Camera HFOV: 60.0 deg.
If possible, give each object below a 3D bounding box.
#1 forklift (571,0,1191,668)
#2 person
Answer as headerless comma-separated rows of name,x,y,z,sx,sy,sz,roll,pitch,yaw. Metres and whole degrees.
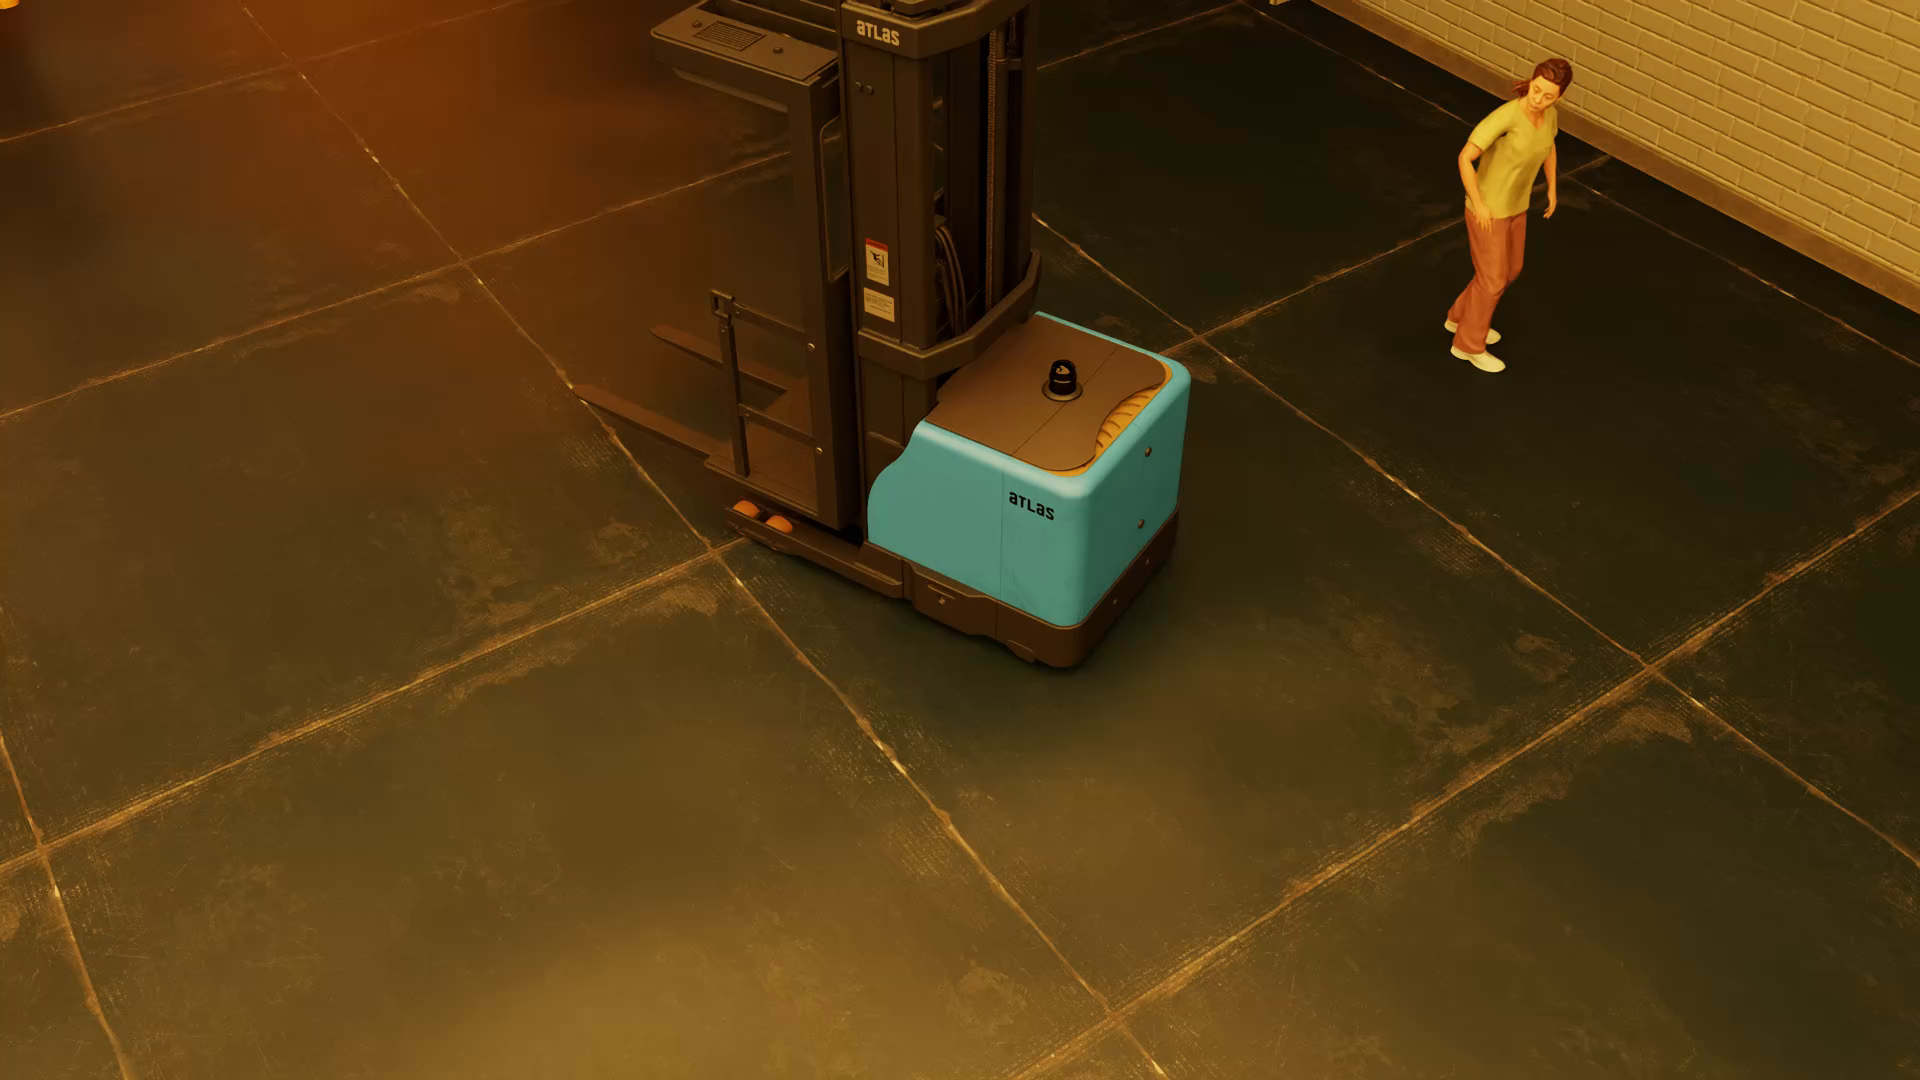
forklift,-0.511,-1.302,7.129,3.031,2.935,1.130,24,48,24
person,2.831,-1.668,8.479,0.651,1.647,0.482,-30,51,-29
